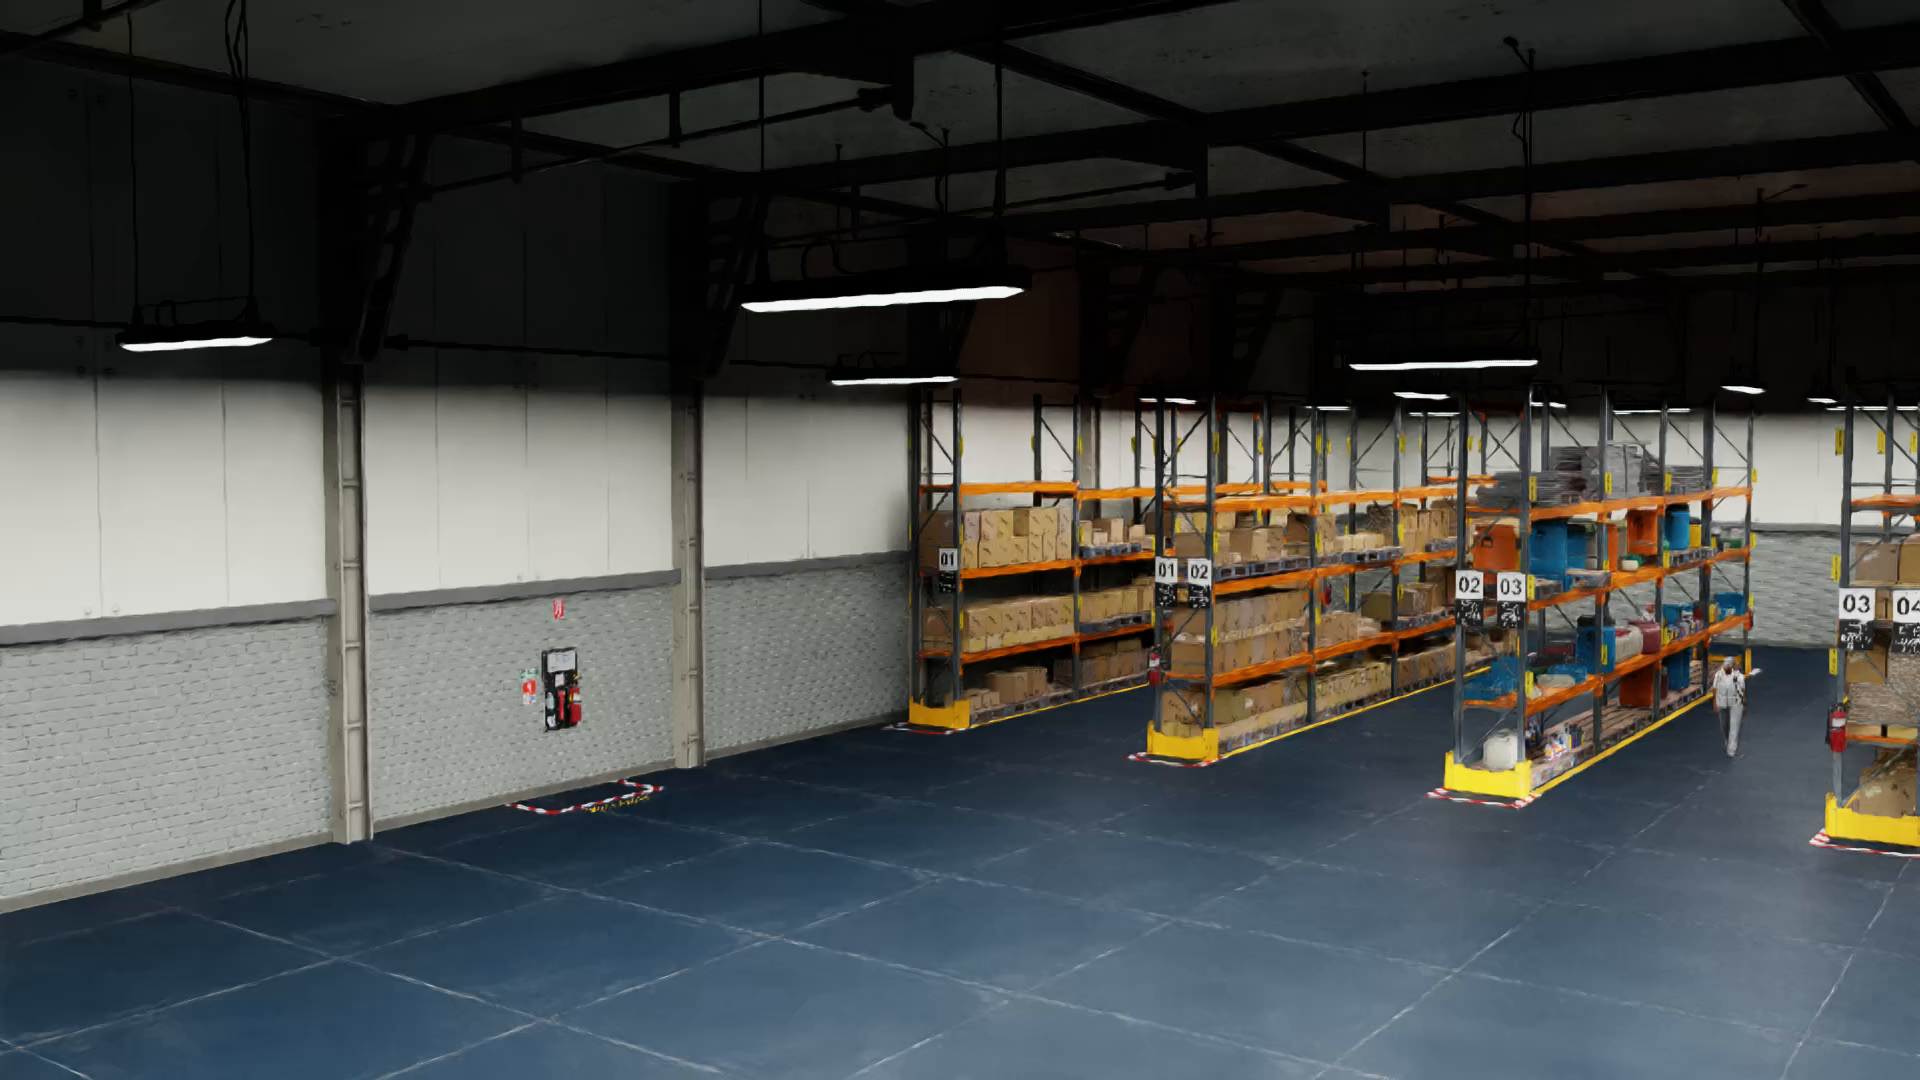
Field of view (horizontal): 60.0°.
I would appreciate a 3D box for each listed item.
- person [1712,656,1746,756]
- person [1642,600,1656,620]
[{"bbox_3d":[12.463,2.655,26.963,0.497,1.573,1.090,3,4,39],"label":"person"},{"bbox_3d":[14.557,2.131,35.079,1.011,1.737,0.629,-2,4,-27],"label":"person"}]
